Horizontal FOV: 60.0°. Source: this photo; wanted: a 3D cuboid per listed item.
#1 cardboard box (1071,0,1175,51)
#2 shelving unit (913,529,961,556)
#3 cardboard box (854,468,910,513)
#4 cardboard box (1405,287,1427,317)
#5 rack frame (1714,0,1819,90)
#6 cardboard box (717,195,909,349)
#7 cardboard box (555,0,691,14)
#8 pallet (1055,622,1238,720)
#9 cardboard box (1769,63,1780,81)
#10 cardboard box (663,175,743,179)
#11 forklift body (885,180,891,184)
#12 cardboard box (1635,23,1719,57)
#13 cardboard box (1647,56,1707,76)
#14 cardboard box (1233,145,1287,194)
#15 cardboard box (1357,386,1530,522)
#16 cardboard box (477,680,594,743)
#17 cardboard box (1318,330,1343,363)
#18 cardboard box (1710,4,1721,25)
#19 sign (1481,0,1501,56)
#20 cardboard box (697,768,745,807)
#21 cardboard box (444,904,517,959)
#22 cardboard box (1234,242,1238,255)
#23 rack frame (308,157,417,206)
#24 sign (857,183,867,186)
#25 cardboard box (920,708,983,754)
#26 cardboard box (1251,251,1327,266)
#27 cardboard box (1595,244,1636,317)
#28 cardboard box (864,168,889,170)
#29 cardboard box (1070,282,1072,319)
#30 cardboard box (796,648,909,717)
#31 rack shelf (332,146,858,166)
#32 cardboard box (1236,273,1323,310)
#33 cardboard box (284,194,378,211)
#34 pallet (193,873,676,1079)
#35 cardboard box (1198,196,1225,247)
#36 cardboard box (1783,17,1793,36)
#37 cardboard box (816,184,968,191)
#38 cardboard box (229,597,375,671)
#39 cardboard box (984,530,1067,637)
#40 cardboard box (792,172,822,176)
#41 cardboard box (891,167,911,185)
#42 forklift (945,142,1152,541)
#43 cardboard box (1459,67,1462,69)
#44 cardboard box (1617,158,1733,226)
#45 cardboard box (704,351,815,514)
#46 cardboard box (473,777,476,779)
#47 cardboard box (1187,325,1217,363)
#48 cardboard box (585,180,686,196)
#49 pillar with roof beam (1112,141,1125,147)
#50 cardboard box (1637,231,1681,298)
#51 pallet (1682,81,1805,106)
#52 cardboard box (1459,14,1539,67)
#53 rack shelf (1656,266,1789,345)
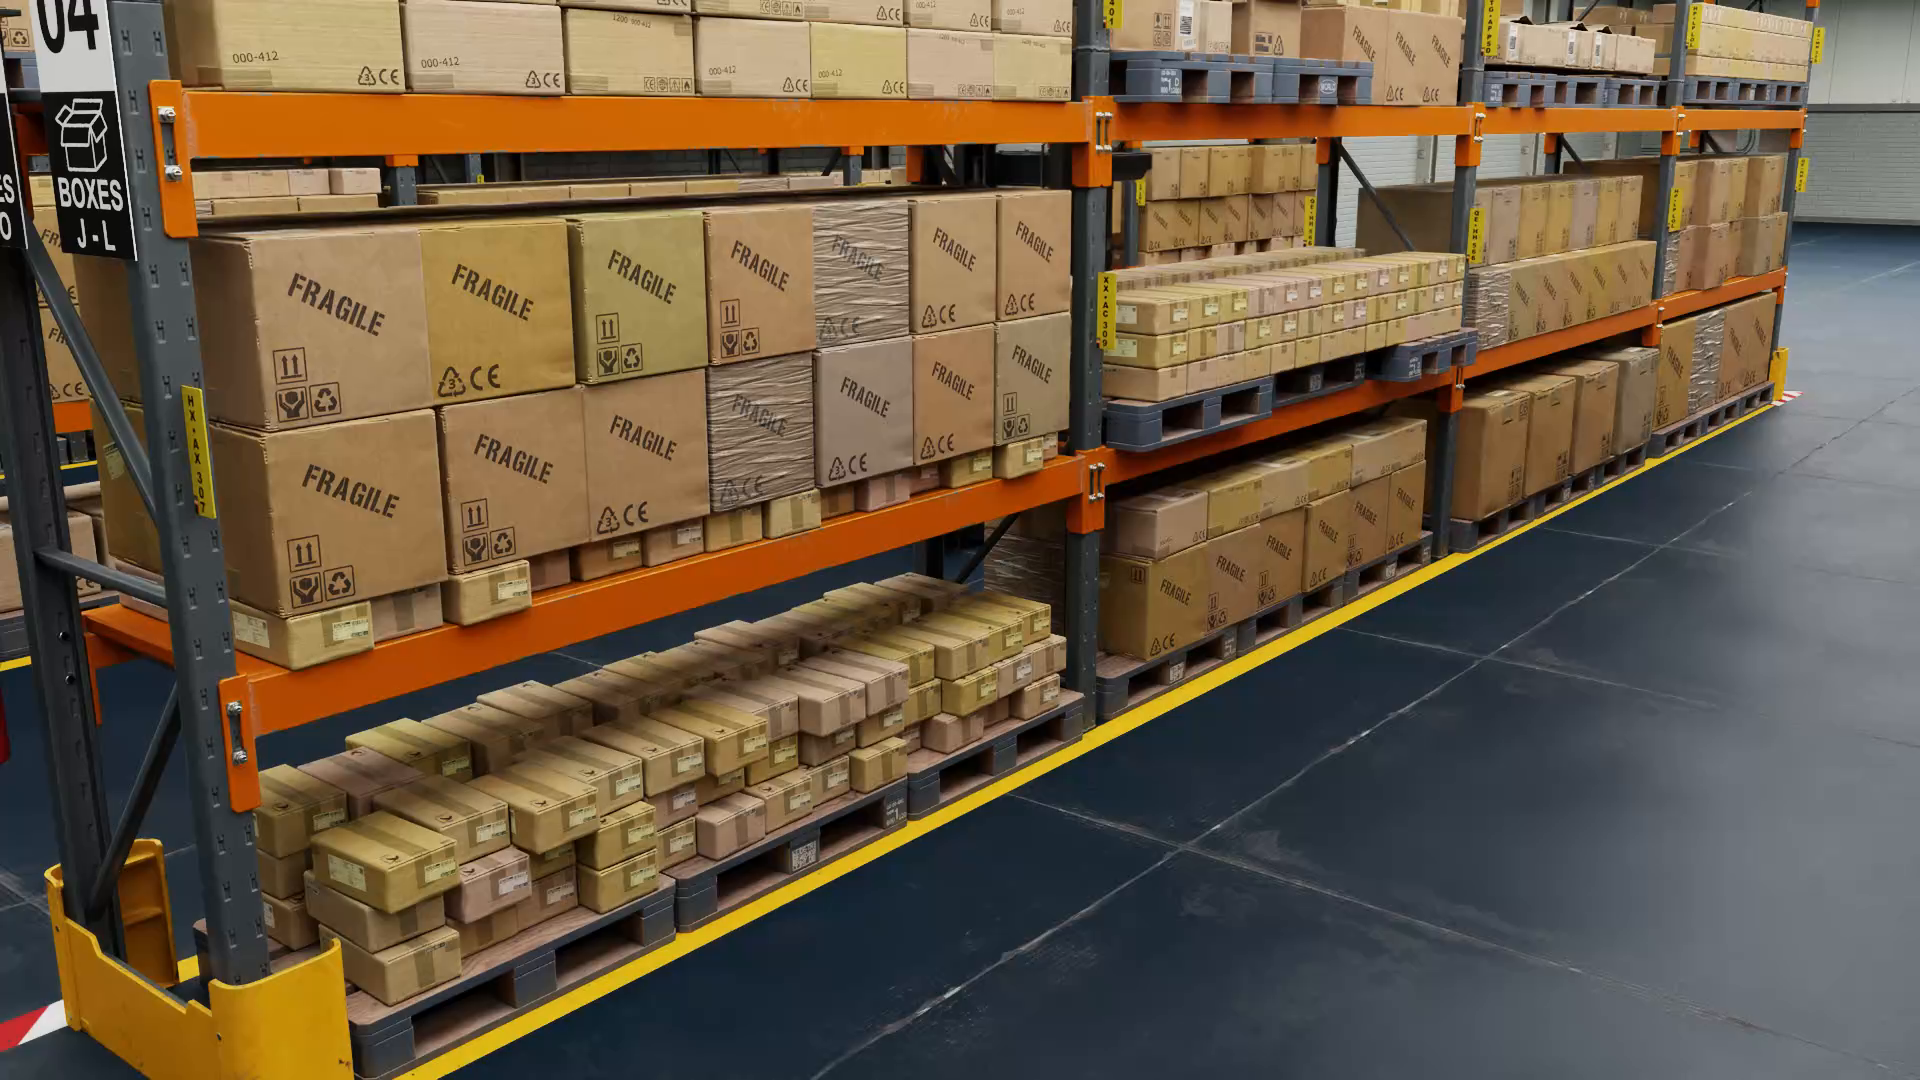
[{"bbox_3d":[0.524,-2.409,7.366,0.700,0.500,0.500,11,18,38],"label":"cardboard box"},{"bbox_3d":[-0.152,-0.370,10.752,0.258,0.900,0.210,8,16,30],"label":"shelving unit"},{"bbox_3d":[-0.418,-0.225,6.426,0.380,0.149,0.250,10,18,35],"label":"cardboard box"},{"bbox_3d":[2.428,-1.372,9.487,0.380,0.149,0.250,12,18,39],"label":"cardboard box"},{"bbox_3d":[7.742,-5.854,15.888,1.000,3.000,0.127,11,18,38],"label":"rack frame"},{"bbox_3d":[-0.538,-0.997,6.119,0.500,0.500,0.500,12,18,39],"label":"cardboard box"},{"bbox_3d":[-1.182,-1.744,5.093,0.500,0.250,0.500,12,18,38],"label":"cardboard box"},{"bbox_3d":[0.688,0.554,8.512,1.003,0.211,1.213,11,18,38],"label":"pallet"},{"bbox_3d":[7.157,-4.219,15.000,0.380,0.149,0.250,11,18,37],"label":"cardboard box"},{"bbox_3d":[-2.004,-2.540,12.797,0.500,0.500,0.500,11,18,38],"label":"cardboard box"},{"bbox_3d":[0.193,-3.403,20.151,2.313,2.155,1.214,11,18,38],"label":"forklift body"},{"bbox_3d":[5.753,-4.007,13.358,0.500,0.250,0.500,11,18,38],"label":"cardboard box"},{"bbox_3d":[5.721,-3.781,13.276,0.380,0.149,0.250,11,18,37],"label":"cardboard box"},{"bbox_3d":[3.113,-4.029,18.052,0.700,0.500,0.500,11,18,37],"label":"cardboard box"},{"bbox_3d":[3.167,-0.630,11.226,1.050,0.750,0.750,11,18,37],"label":"cardboard box"},{"bbox_3d":[-1.574,0.659,6.165,0.380,0.149,0.250,12,19,40],"label":"cardboard box"},{"bbox_3d":[1.783,-1.032,8.752,0.380,0.149,0.250,10,17,35],"label":"cardboard box"},{"bbox_3d":[5.881,-4.217,13.371,0.380,0.149,0.250,11,18,37],"label":"cardboard box"},{"bbox_3d":[3.135,-3.034,9.831,0.100,0.325,0.005,11,18,38],"label":"sign"},{"bbox_3d":[-1.007,0.831,6.092,0.380,0.149,0.250,12,19,40],"label":"cardboard box"},{"bbox_3d":[-1.635,1.183,5.312,0.380,0.149,0.250,11,18,37],"label":"cardboard box"},{"bbox_3d":[2.784,-3.176,18.044,0.380,0.149,0.250,11,18,38],"label":"cardboard box"},{"bbox_3d":[-3.713,-1.394,10.520,1.000,3.000,0.127,11,18,38],"label":"rack frame"},{"bbox_3d":[-0.766,-2.636,13.057,0.100,0.325,0.005,11,18,38],"label":"sign"},{"bbox_3d":[-0.126,0.756,6.993,0.380,0.149,0.250,11,18,36],"label":"cardboard box"},{"bbox_3d":[1.949,-1.627,9.885,0.380,0.149,0.250,11,18,37],"label":"cardboard box"},{"bbox_3d":[4.791,-1.990,12.662,0.500,0.500,0.500,11,18,37],"label":"cardboard box"},{"bbox_3d":[-1.071,-4.739,21.559,0.380,0.149,0.250,12,19,39],"label":"cardboard box"},{"bbox_3d":[0.469,-1.177,8.111,0.380,0.149,0.250,11,18,36],"label":"cardboard box"},{"bbox_3d":[-0.424,0.558,6.563,0.380,0.149,0.250,10,17,35],"label":"cardboard box"},{"bbox_3d":[-2.456,-2.883,11.747,1.077,0.370,4.000,11,18,38],"label":"rack shelf"},{"bbox_3d":[1.617,-1.270,8.479,0.380,0.149,0.250,12,19,40],"label":"cardboard box"},{"bbox_3d":[-3.795,-1.794,9.860,0.500,0.500,0.500,11,18,37],"label":"cardboard box"},{"bbox_3d":[-1.728,1.305,5.557,1.003,0.211,1.213,11,18,38],"label":"pallet"},{"bbox_3d":[2.431,-3.354,17.427,0.500,0.500,0.500,11,18,37],"label":"cardboard box"},{"bbox_3d":[7.314,-4.653,15.089,0.380,0.149,0.250,12,18,38],"label":"cardboard box"},{"bbox_3d":[-0.273,-1.276,7.217,0.500,0.500,0.500,12,18,39],"label":"cardboard box"},{"bbox_3d":[-1.855,0.229,4.641,0.380,0.149,0.250,11,18,37],"label":"cardboard box"},{"bbox_3d":[0.469,0.179,8.548,0.500,0.500,0.500,11,18,36],"label":"cardboard box"},{"bbox_3d":[-1.870,-4.330,19.952,0.380,0.149,0.250,11,18,37],"label":"cardboard box"},{"bbox_3d":[-0.391,-3.228,14.760,0.380,0.149,0.250,10,17,35],"label":"cardboard box"},{"bbox_3d":[0.670,-1.699,11.859,1.130,2.935,3.031,8,16,30],"label":"forklift"},{"bbox_3d":[3.138,-3.323,11.144,0.500,0.311,0.500,11,18,38],"label":"cardboard box"},{"bbox_3d":[6.188,-3.047,14.526,0.875,0.550,0.550,11,18,38],"label":"cardboard box"},{"bbox_3d":[-0.867,-0.414,5.855,0.500,0.500,0.500,11,18,36],"label":"cardboard box"},{"bbox_3d":[-1.630,0.872,5.932,0.380,0.149,0.250,11,18,37],"label":"cardboard box"},{"bbox_3d":[0.967,-0.928,7.737,0.380,0.149,0.250,11,18,36],"label":"cardboard box"},{"bbox_3d":[-2.278,-2.265,11.711,0.500,0.500,0.500,11,18,37],"label":"cardboard box"},{"bbox_3d":[5.946,-7.857,23.773,9.100,9.000,0.400,11,18,38],"label":"pillar with roof beam"},{"bbox_3d":[5.451,-2.325,13.878,0.875,0.550,0.550,11,18,38],"label":"cardboard box"},{"bbox_3d":[7.284,-4.213,15.703,1.003,0.211,1.213,11,18,38],"label":"pallet"},{"bbox_3d":[3.340,-3.181,10.585,0.500,0.311,0.500,11,18,38],"label":"cardboard box"},{"bbox_3d":[6.485,-2.214,15.208,1.077,0.370,4.000,11,18,38],"label":"rack shelf"}]
